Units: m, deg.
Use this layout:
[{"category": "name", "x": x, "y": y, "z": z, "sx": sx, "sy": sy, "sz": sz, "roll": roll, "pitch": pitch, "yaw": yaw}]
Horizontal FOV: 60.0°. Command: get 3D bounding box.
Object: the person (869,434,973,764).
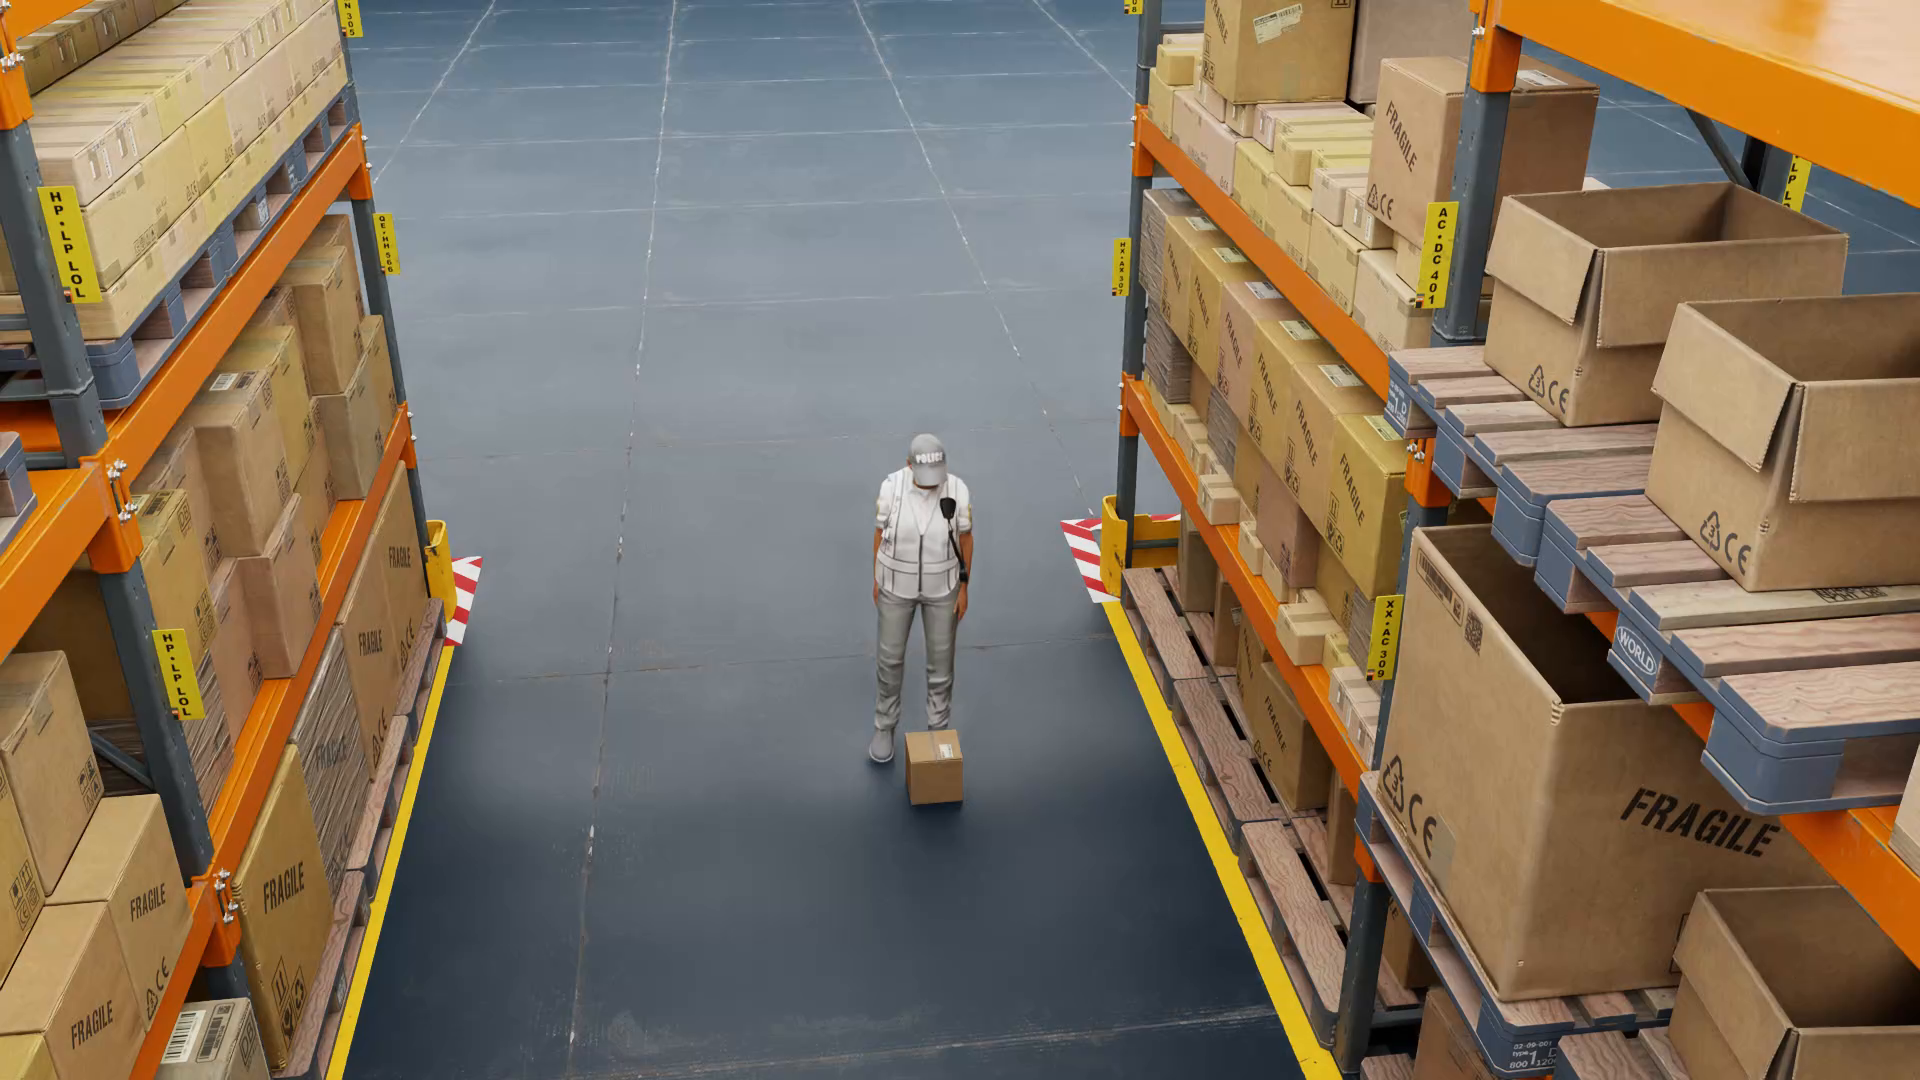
[{"category": "person", "x": -0.197, "y": 0.262, "z": 8.087, "sx": 0.530, "sy": 1.670, "sz": 0.465, "roll": -1, "pitch": 27, "yaw": -3}]
